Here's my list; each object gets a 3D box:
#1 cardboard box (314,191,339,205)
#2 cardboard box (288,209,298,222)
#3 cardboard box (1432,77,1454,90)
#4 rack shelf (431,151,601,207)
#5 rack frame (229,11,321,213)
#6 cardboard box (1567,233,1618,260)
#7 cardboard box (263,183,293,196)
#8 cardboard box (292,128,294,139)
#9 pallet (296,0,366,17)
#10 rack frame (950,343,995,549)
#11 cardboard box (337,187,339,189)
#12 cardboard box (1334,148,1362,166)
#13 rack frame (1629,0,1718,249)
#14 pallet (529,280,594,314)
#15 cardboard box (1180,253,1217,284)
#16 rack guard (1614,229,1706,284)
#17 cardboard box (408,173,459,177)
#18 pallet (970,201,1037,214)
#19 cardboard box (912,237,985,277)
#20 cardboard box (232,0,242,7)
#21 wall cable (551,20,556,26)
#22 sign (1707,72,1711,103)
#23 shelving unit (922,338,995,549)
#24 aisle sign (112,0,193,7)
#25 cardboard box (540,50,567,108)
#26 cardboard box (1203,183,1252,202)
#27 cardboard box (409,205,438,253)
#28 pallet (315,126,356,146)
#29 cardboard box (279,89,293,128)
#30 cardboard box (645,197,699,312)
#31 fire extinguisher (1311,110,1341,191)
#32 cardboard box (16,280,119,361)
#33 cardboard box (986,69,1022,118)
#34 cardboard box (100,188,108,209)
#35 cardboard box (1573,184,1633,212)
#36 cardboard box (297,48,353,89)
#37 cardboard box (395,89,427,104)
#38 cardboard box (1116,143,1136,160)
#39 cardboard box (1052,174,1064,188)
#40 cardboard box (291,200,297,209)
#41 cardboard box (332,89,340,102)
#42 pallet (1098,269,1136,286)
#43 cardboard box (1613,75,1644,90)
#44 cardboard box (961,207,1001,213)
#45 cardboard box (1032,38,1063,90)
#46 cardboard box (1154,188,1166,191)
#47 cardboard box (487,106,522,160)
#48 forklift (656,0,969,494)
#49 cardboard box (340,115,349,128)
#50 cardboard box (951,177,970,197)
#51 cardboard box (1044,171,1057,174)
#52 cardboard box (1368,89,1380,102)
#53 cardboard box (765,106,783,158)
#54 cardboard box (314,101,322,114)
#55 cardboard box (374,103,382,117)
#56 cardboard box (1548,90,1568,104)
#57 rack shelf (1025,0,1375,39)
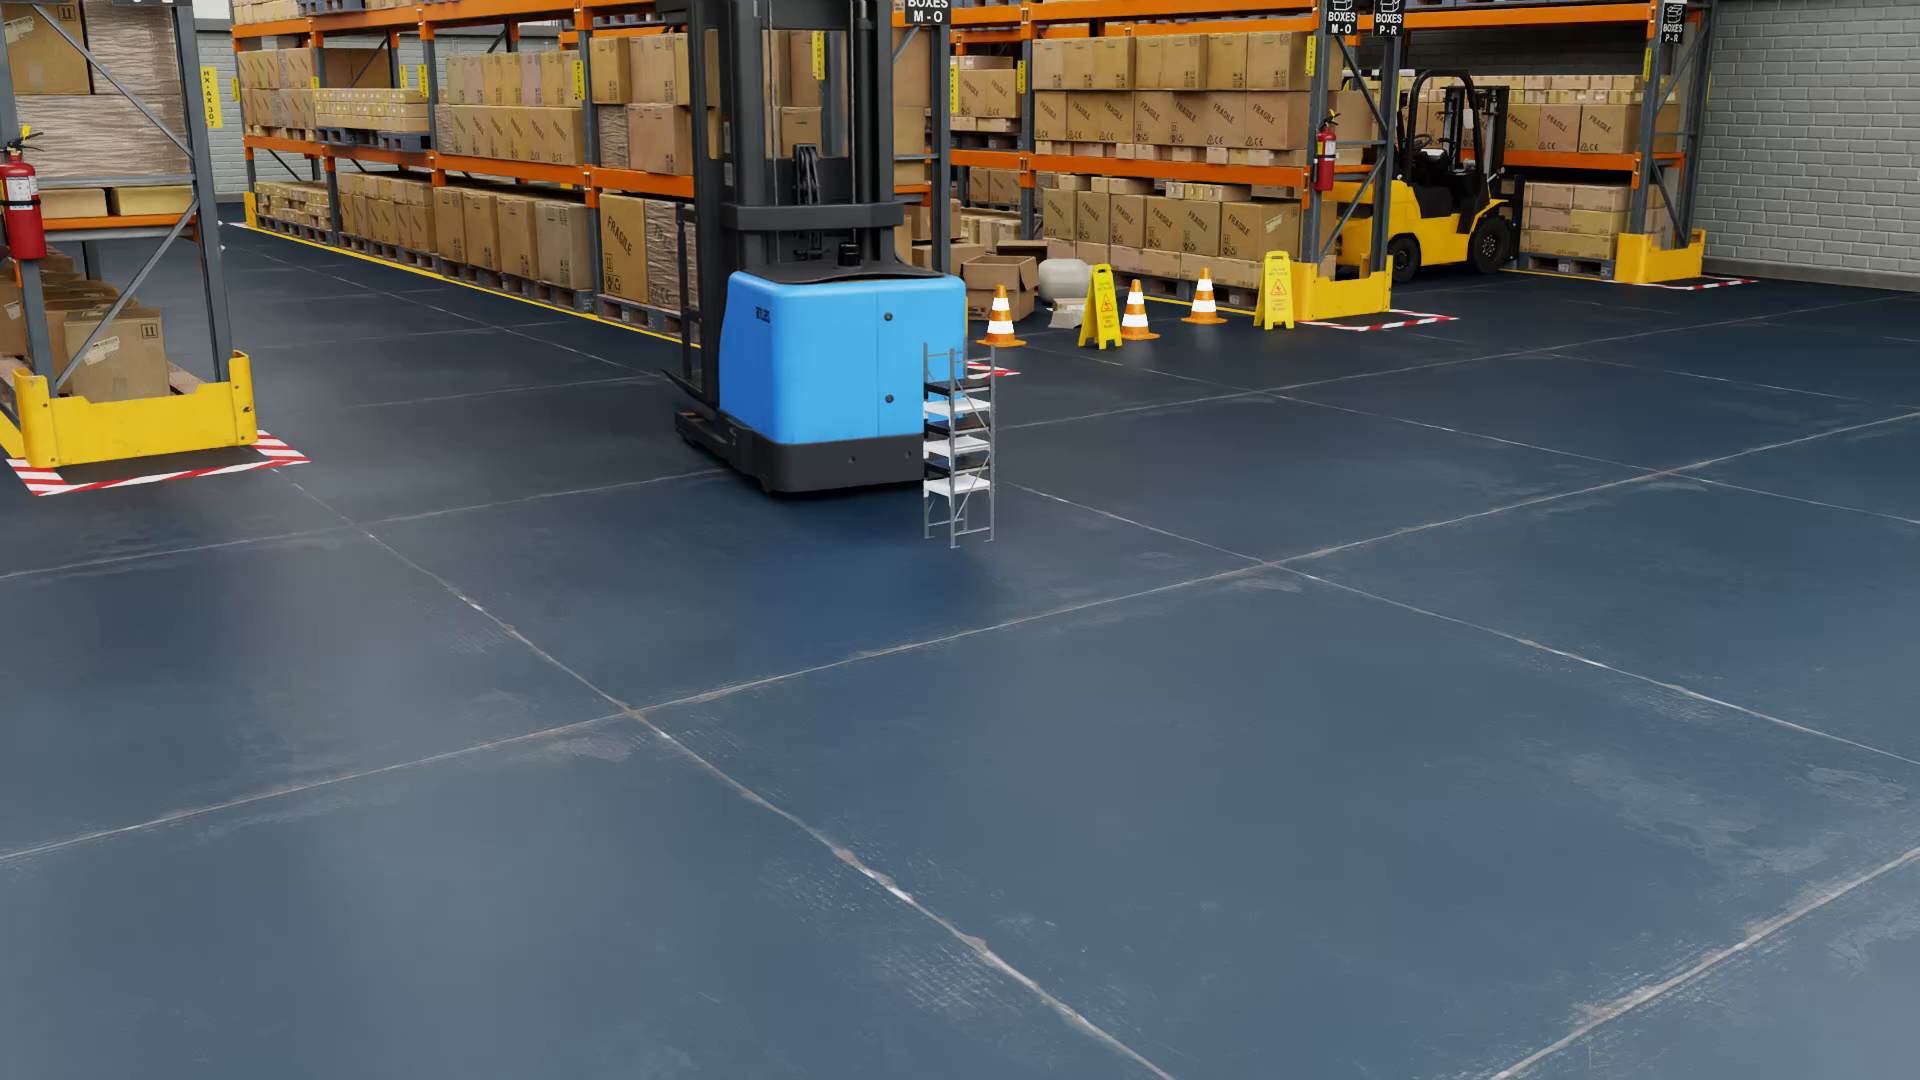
[{"bbox_3d":[-8.165,-4.448,21.623,0.380,0.149,0.250,-11,19,-34],"label":"cardboard box"},{"bbox_3d":[-8.945,-4.441,22.726,0.380,0.149,0.250,-11,19,-35],"label":"cardboard box"},{"bbox_3d":[5.673,-5.276,19.188,0.380,0.149,0.250,-11,19,-35],"label":"cardboard box"},{"bbox_3d":[-4.035,-3.621,16.488,1.077,0.370,4.000,-11,19,-35],"label":"rack shelf"},{"bbox_3d":[-9.915,-6.104,24.195,1.000,3.000,0.127,-11,19,-35],"label":"rack frame"},{"bbox_3d":[6.919,-3.176,17.910,0.500,0.250,0.500,-11,19,-34],"label":"cardboard box"},{"bbox_3d":[-9.577,-4.940,23.419,0.380,0.149,0.250,-11,19,-35],"label":"cardboard box"},{"bbox_3d":[-8.690,-5.432,22.218,0.380,0.149,0.250,-11,19,-35],"label":"cardboard box"},{"bbox_3d":[-7.286,-6.457,20.161,1.213,0.211,1.003,-11,19,-35],"label":"pallet"},{"bbox_3d":[0.055,-0.414,7.384,0.240,0.900,0.006,-11,19,-35],"label":"rack frame"},{"bbox_3d":[-8.383,-4.749,22.721,0.380,0.149,0.250,-12,19,-37],"label":"cardboard box"},{"bbox_3d":[3.405,-3.460,15.013,0.380,0.149,0.250,-11,19,-34],"label":"cardboard box"},{"bbox_3d":[7.450,-4.248,17.416,1.000,3.000,0.127,-11,19,-35],"label":"rack frame"},{"bbox_3d":[-3.374,-2.349,15.760,1.003,0.211,1.213,-11,19,-35],"label":"pallet"},{"bbox_3d":[2.446,-2.596,15.792,0.500,0.250,0.500,-11,19,-34],"label":"cardboard box"},{"bbox_3d":[7.465,-3.037,17.727,1.175,0.500,0.348,-11,19,-35],"label":"rack guard"},{"bbox_3d":[-6.307,-4.266,19.999,0.500,0.250,0.500,-12,19,-37],"label":"cardboard box"},{"bbox_3d":[0.904,-5.298,26.533,1.003,0.211,1.213,-11,19,-35],"label":"pallet"},{"bbox_3d":[-0.200,-2.519,15.569,0.797,0.637,0.503,-11,19,-35],"label":"cardboard box"},{"bbox_3d":[-9.861,-7.583,23.255,0.500,0.250,0.500,-11,18,-34],"label":"cardboard box"},{"bbox_3d":[-6.657,-11.517,32.537,2.988,3.039,0.133,-11,19,-35],"label":"wall cable"},{"bbox_3d":[7.903,-4.789,17.601,0.100,0.325,0.005,-11,19,-35],"label":"sign"},{"bbox_3d":[-0.005,-0.436,7.464,0.258,0.900,0.210,-11,19,-35],"label":"shelving unit"},{"bbox_3d":[-4.299,-3.226,8.756,0.394,0.787,0.004,-11,19,-35],"label":"aisle sign"},{"bbox_3d":[-3.460,-4.286,15.471,0.700,0.500,0.500,-11,19,-35],"label":"cardboard box"},{"bbox_3d":[2.485,-3.226,15.446,0.380,0.149,0.250,-10,18,-33],"label":"cardboard box"},{"bbox_3d":[-5.809,-3.492,18.593,0.500,0.500,0.500,-11,19,-35],"label":"cardboard box"},{"bbox_3d":[-7.231,-4.971,20.420,1.003,0.211,1.213,-11,19,-35],"label":"pallet"},{"bbox_3d":[-8.671,-5.718,22.033,0.500,0.500,0.500,-11,19,-35],"label":"cardboard box"},{"bbox_3d":[-2.013,-2.382,13.826,0.875,0.875,0.875,-11,19,-34],"label":"cardboard box"},{"bbox_3d":[3.132,-3.344,14.257,0.296,0.674,0.183,-11,19,-35],"label":"fire extinguisher"},{"bbox_3d":[-5.956,-1.457,11.156,0.500,0.500,0.500,-13,20,-39],"label":"cardboard box"},{"bbox_3d":[0.628,-4.788,17.841,0.500,0.500,0.500,-11,19,-36],"label":"cardboard box"},{"bbox_3d":[-4.820,-2.028,9.778,0.380,0.149,0.250,-11,19,-35],"label":"cardboard box"},{"bbox_3d":[6.927,-3.657,17.773,0.500,0.250,0.500,-10,18,-33],"label":"cardboard box"},{"bbox_3d":[-8.058,-5.982,21.103,0.500,0.500,0.500,-12,19,-36],"label":"cardboard box"},{"bbox_3d":[-5.870,-4.797,17.975,0.380,0.149,0.250,-12,19,-37],"label":"cardboard box"},{"bbox_3d":[1.756,-3.818,16.320,0.380,0.149,0.250,-11,19,-34],"label":"cardboard box"},{"bbox_3d":[1.728,-5.230,24.943,0.500,0.500,0.500,-10,18,-32],"label":"cardboard box"},{"bbox_3d":[-8.994,-4.652,22.932,0.380,0.149,0.250,-10,18,-32],"label":"cardboard box"},{"bbox_3d":[-7.241,-5.295,19.793,0.380,0.149,0.250,-11,19,-35],"label":"cardboard box"},{"bbox_3d":[1.509,-2.848,17.583,1.003,0.211,1.213,-11,19,-35],"label":"pallet"},{"bbox_3d":[7.069,-4.797,17.437,0.380,0.149,0.250,-11,19,-34],"label":"cardboard box"},{"bbox_3d":[-0.060,-3.679,19.518,0.950,0.372,0.625,-10,18,-33],"label":"cardboard box"},{"bbox_3d":[1.169,-4.877,17.068,0.700,0.500,0.500,-11,19,-35],"label":"cardboard box"},{"bbox_3d":[1.951,-3.376,17.222,0.500,0.500,0.500,-10,18,-34],"label":"cardboard box"},{"bbox_3d":[-4.277,-3.983,16.258,0.500,0.500,0.500,-11,19,-35],"label":"cardboard box"},{"bbox_3d":[-1.015,-1.989,9.293,1.130,2.935,3.031,-7,17,-23],"label":"forklift"},{"bbox_3d":[-7.095,-4.955,19.678,0.380,0.149,0.250,-12,19,-37],"label":"cardboard box"},{"bbox_3d":[0.197,-5.894,27.727,0.500,0.311,0.500,-10,18,-33],"label":"cardboard box"},{"bbox_3d":[1.494,-5.620,25.138,0.380,0.149,0.250,-12,19,-37],"label":"cardboard box"},{"bbox_3d":[5.073,-5.355,20.040,0.380,0.149,0.250,-11,19,-35],"label":"cardboard box"},{"bbox_3d":[-1.103,-2.946,12.372,0.875,0.550,0.550,-11,19,-35],"label":"cardboard box"},{"bbox_3d":[-7.703,-5.319,20.444,0.380,0.149,0.250,-11,18,-34],"label":"cardboard box"},{"bbox_3d":[-6.331,-4.821,18.625,0.380,0.149,0.250,-11,19,-34],"label":"cardboard box"},{"bbox_3d":[6.606,-4.809,18.048,0.380,0.149,0.250,-11,19,-35],"label":"cardboard box"},{"bbox_3d":[2.262,-5.004,15.857,1.077,0.370,4.000,-11,19,-35],"label":"rack shelf"}]
